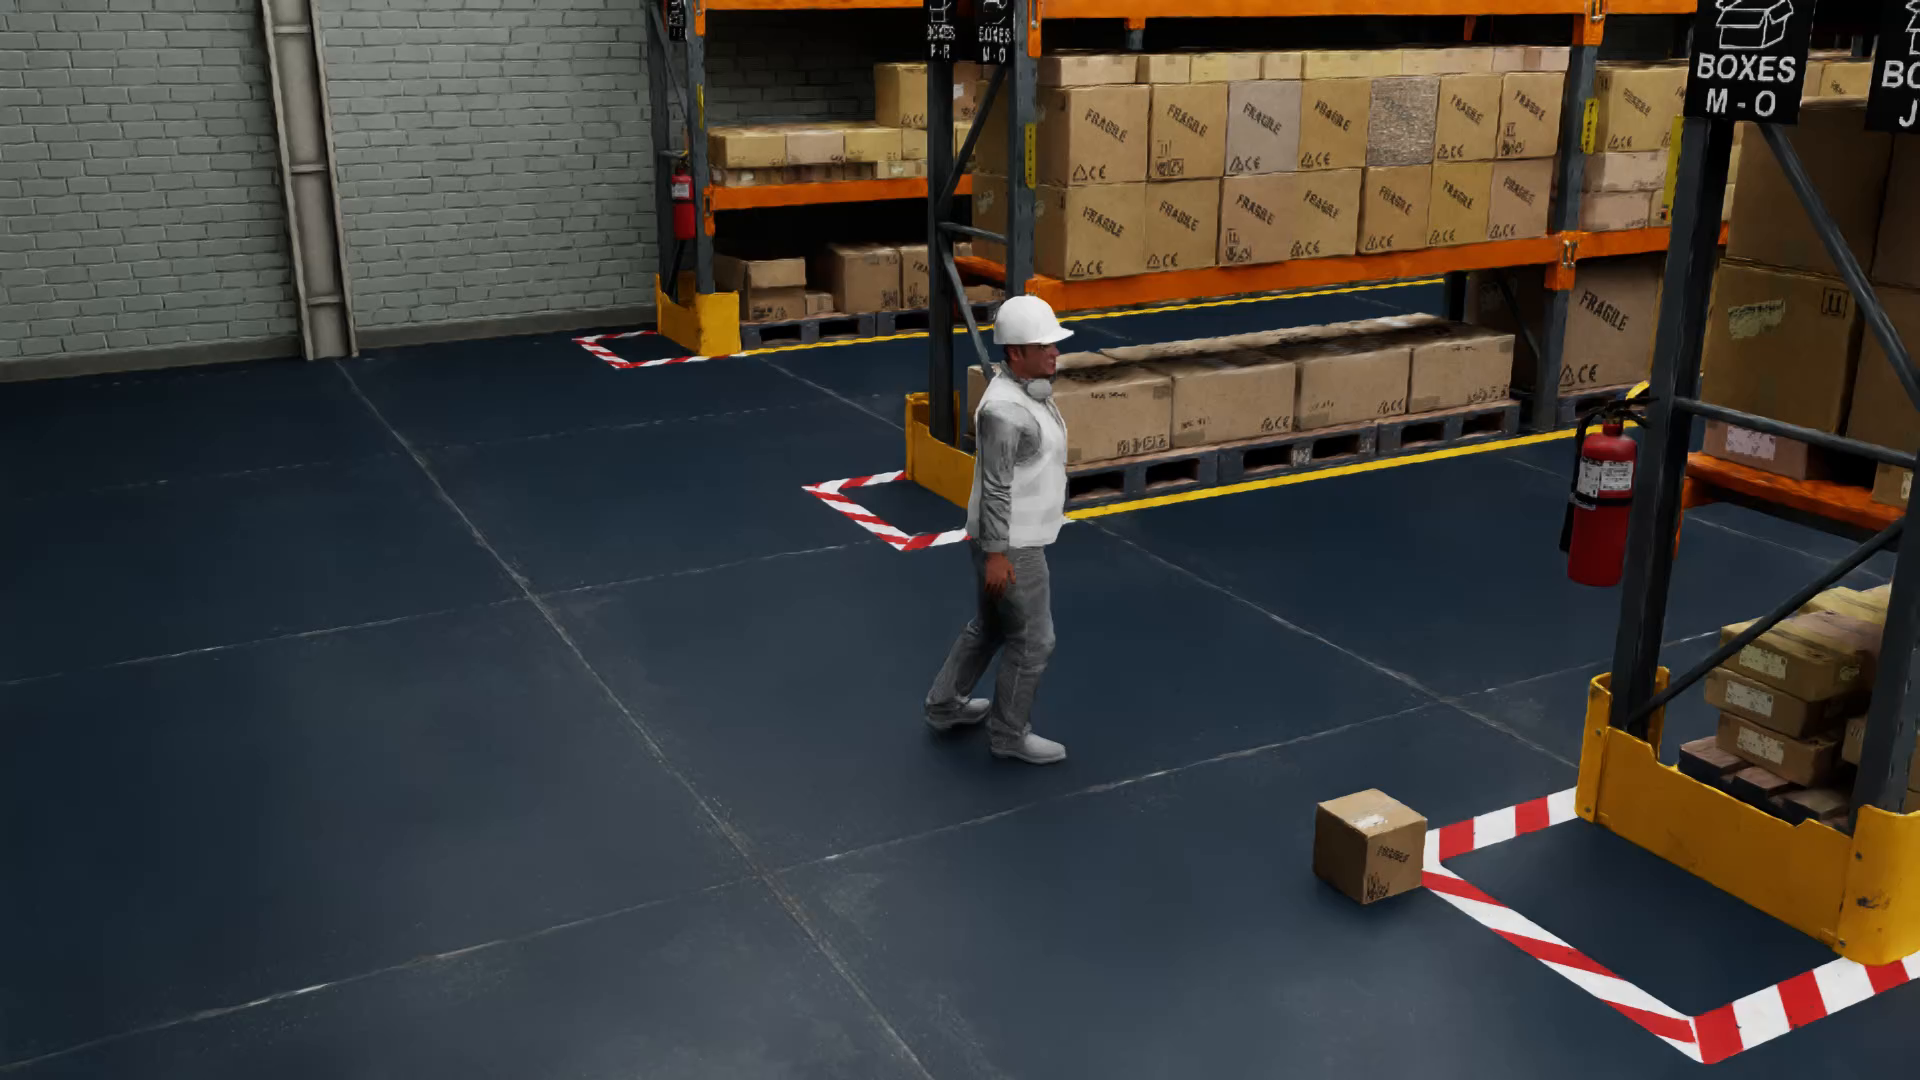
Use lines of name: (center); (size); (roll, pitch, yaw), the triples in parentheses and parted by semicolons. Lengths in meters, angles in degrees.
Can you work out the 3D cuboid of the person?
person: (0.131, -0.033, 6.122); (0.562, 1.763, 0.564); (2, 18, 6)
